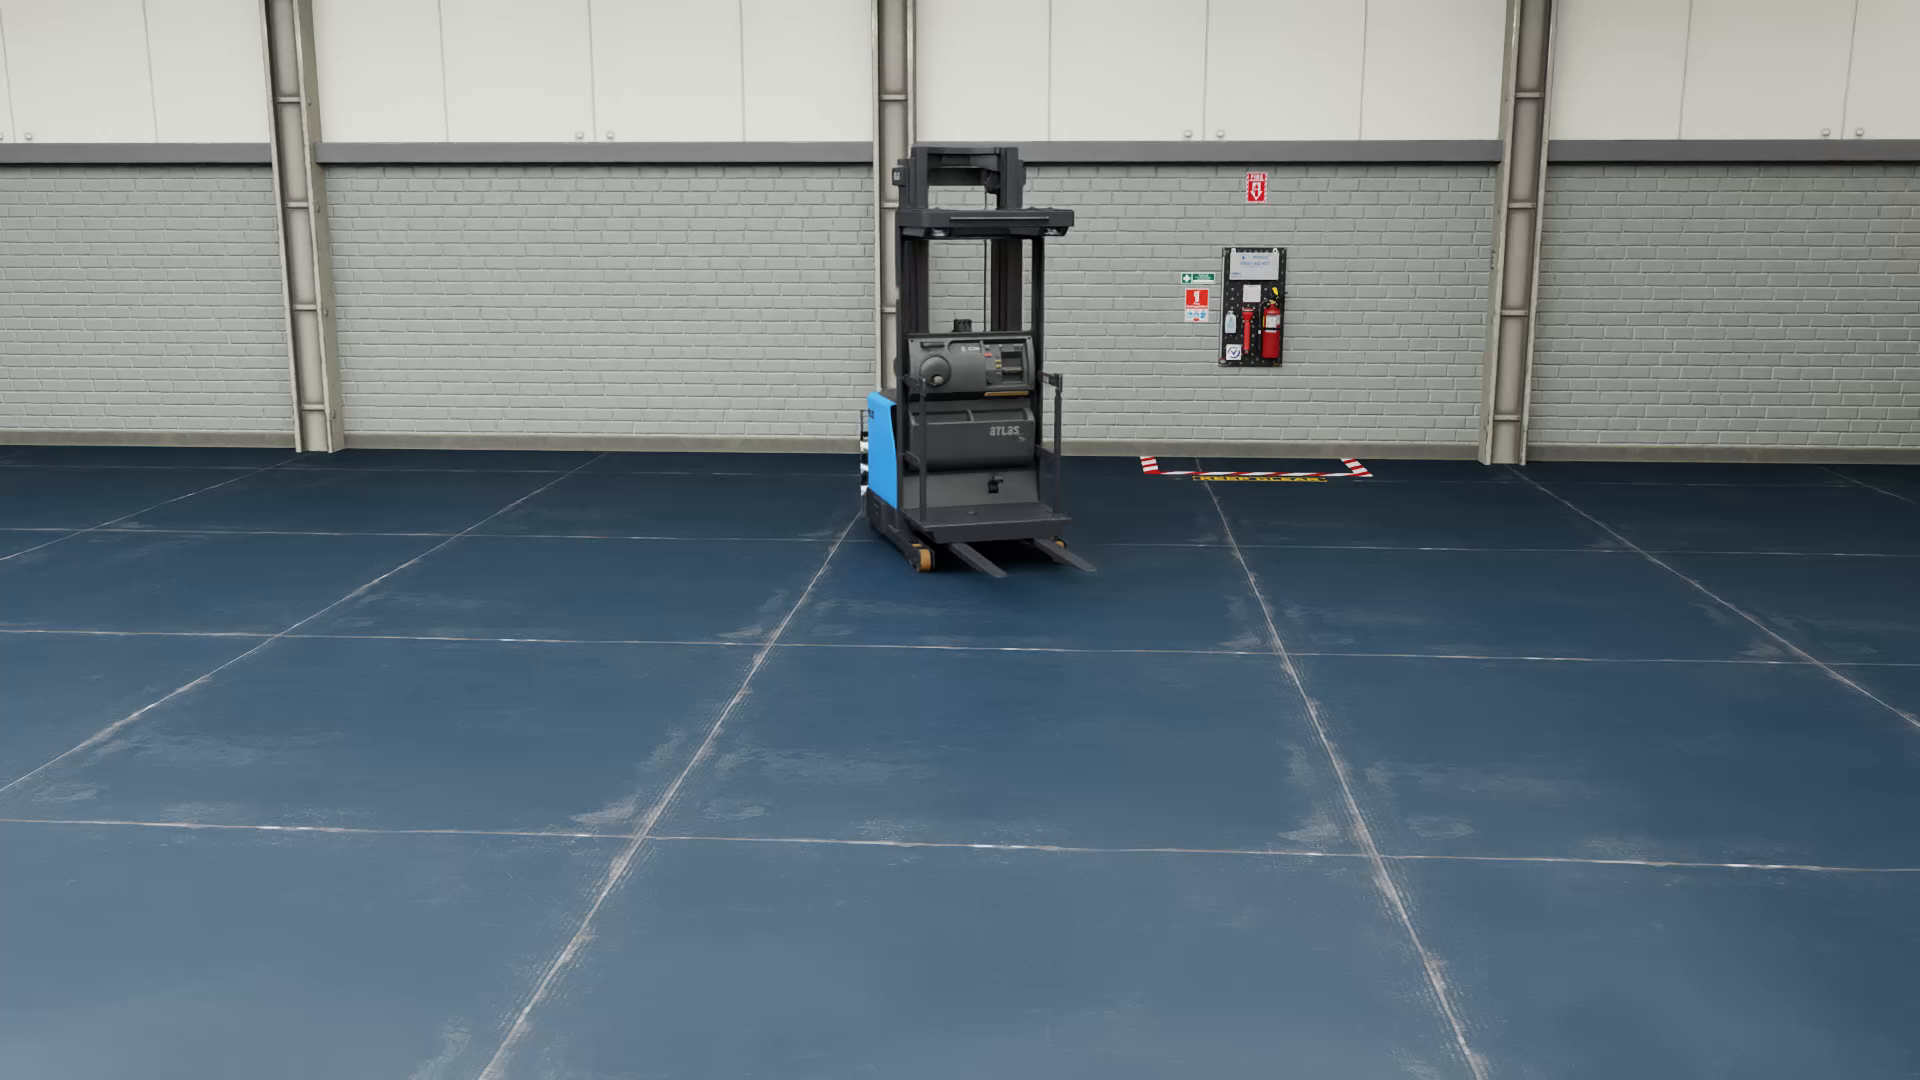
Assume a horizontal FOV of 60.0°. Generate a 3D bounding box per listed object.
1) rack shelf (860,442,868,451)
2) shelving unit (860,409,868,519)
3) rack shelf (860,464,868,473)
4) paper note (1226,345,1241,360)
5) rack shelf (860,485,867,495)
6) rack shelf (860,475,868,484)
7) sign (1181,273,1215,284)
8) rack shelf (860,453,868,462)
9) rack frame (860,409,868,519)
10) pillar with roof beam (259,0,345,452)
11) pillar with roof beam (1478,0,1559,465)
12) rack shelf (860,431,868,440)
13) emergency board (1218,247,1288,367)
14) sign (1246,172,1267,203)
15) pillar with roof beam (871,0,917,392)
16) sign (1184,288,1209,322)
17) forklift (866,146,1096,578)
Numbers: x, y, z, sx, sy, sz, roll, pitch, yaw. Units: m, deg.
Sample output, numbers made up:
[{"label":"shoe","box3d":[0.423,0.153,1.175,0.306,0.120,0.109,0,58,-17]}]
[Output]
[{"label":"rack shelf","box3d":[-0.654,-0.750,13.438,0.258,0.077,0.200,-5,13,-22]},{"label":"shelving unit","box3d":[-0.654,-0.606,13.468,0.258,0.900,0.210,-5,13,-22]},{"label":"rack shelf","box3d":[-0.654,-0.574,13.475,0.258,0.077,0.200,-5,13,-22]},{"label":"paper note","box3d":[2.718,-1.864,16.503,0.142,0.148,0.016,1,12,4]},{"label":"rack shelf","box3d":[-0.654,-0.397,13.511,0.258,0.077,0.200,-5,13,-22]},{"label":"rack shelf","box3d":[-0.654,-0.486,13.493,0.258,0.077,0.200,-5,13,-22]},{"label":"sign","box3d":[2.349,-2.582,16.404,0.331,0.109,0.001,1,12,4]},{"label":"rack shelf","box3d":[-0.654,-0.662,13.456,0.258,0.077,0.200,-5,13,-22]},{"label":"rack frame","box3d":[-0.693,-0.625,13.560,0.240,0.900,0.006,-5,13,-22]},{"label":"pillar with roof beam","box3d":[-6.908,-4.458,12.101,0.400,9.000,9.100,1,12,4]},{"label":"pillar with roof beam","box3d":[5.065,-4.294,11.316,0.400,9.000,9.100,1,12,4]},{"label":"rack shelf","box3d":[-0.654,-0.838,13.420,0.258,0.077,0.200,-5,13,-22]},{"label":"emergency board","box3d":[2.890,-2.278,16.334,0.643,1.169,0.194,1,12,4]},{"label":"sign","box3d":[2.888,-3.433,16.194,0.199,0.298,0.001,1,12,4]},{"label":"pillar with roof beam","box3d":[-0.922,-4.376,11.709,0.400,9.000,9.100,1,12,4]},{"label":"sign","box3d":[2.345,-2.324,16.467,0.234,0.329,0.001,1,12,4]},{"label":"forklift","box3d":[0.145,-1.298,11.814,1.130,2.935,3.031,-3,12,-15]}]
